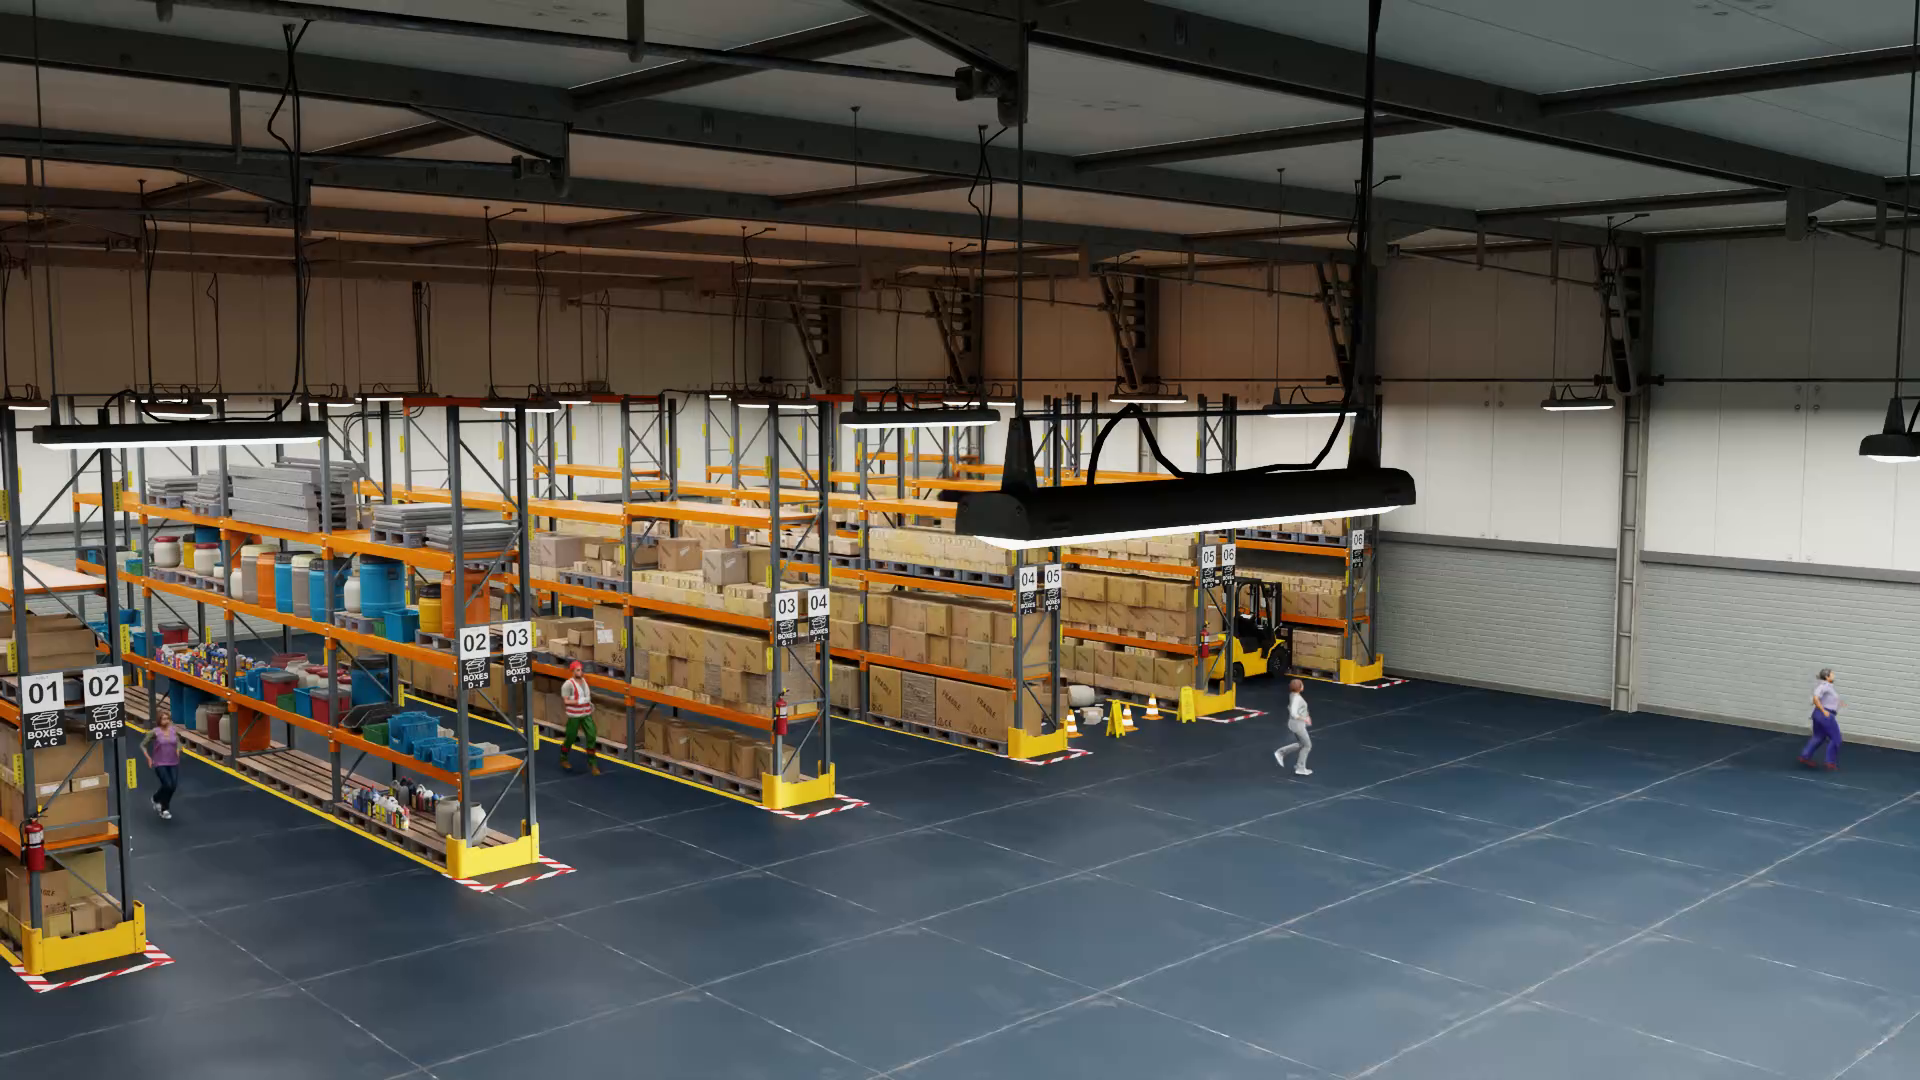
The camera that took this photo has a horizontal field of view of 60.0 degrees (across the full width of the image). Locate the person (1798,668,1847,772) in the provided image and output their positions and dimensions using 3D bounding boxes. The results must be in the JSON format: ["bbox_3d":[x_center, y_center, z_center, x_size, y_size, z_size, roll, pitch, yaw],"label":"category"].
[{"bbox_3d":[14.004,2.936,26.974,0.678,1.707,0.590,2,6,18],"label":"person"}]

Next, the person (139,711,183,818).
[{"bbox_3d":[-11.404,3.242,23.891,0.549,1.559,0.522,4,7,36],"label":"person"}]

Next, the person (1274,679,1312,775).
[{"bbox_3d":[5.354,2.986,26.622,0.608,1.549,0.538,0,6,3],"label":"person"}]

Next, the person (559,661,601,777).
[{"bbox_3d":[-6.121,2.845,26.684,0.855,1.834,0.654,5,7,41],"label":"person"}]
